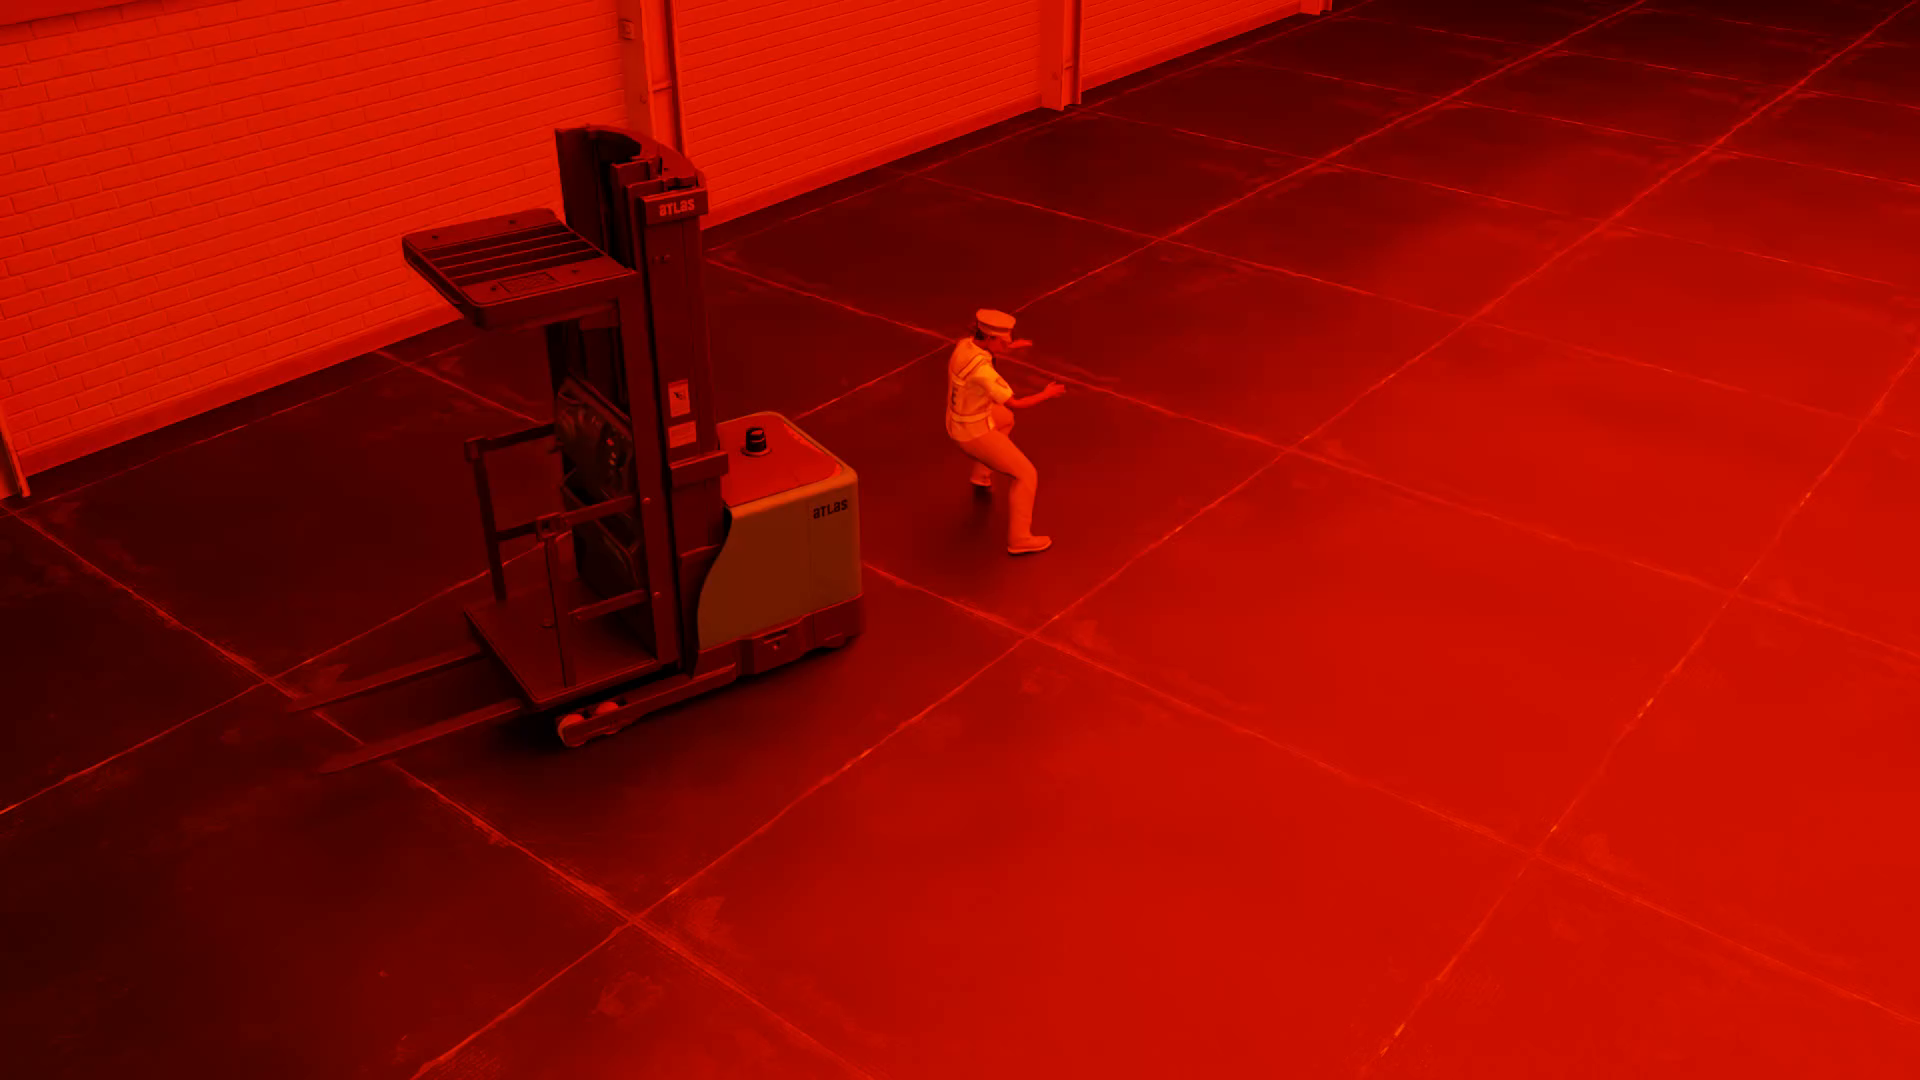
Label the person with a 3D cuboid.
[{"bbox_3d":[0.274,-0.768,10.392,0.712,1.436,0.995,-4,31,-7],"label":"person"}]

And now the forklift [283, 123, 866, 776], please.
[{"bbox_3d":[-2.049,-0.493,8.439,3.031,2.935,1.130,-19,35,-29],"label":"forklift"}]
